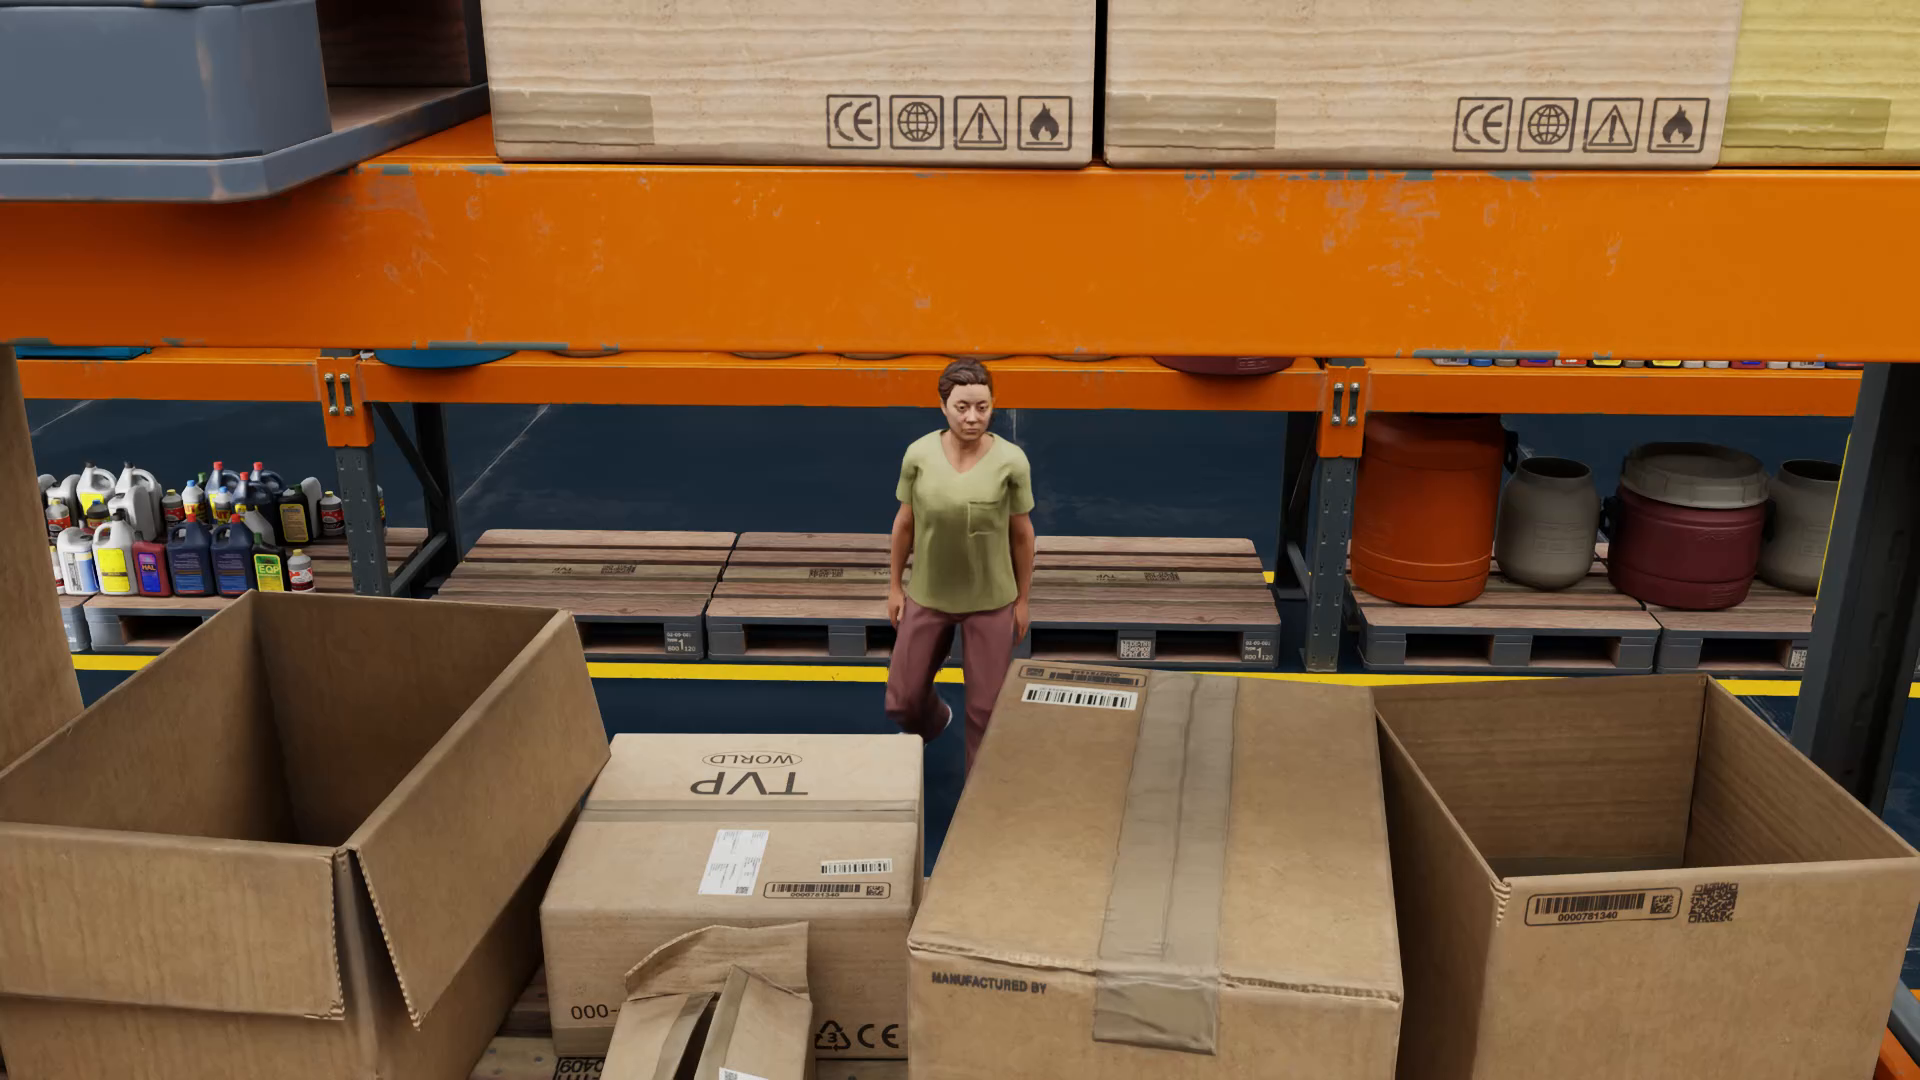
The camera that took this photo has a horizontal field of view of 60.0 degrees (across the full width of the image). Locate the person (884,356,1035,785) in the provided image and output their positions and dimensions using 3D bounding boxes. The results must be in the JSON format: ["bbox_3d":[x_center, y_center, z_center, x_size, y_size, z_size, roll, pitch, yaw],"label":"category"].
[{"bbox_3d":[-0.016,0.190,5.552,0.526,1.670,0.614,3,21,7],"label":"person"}]
